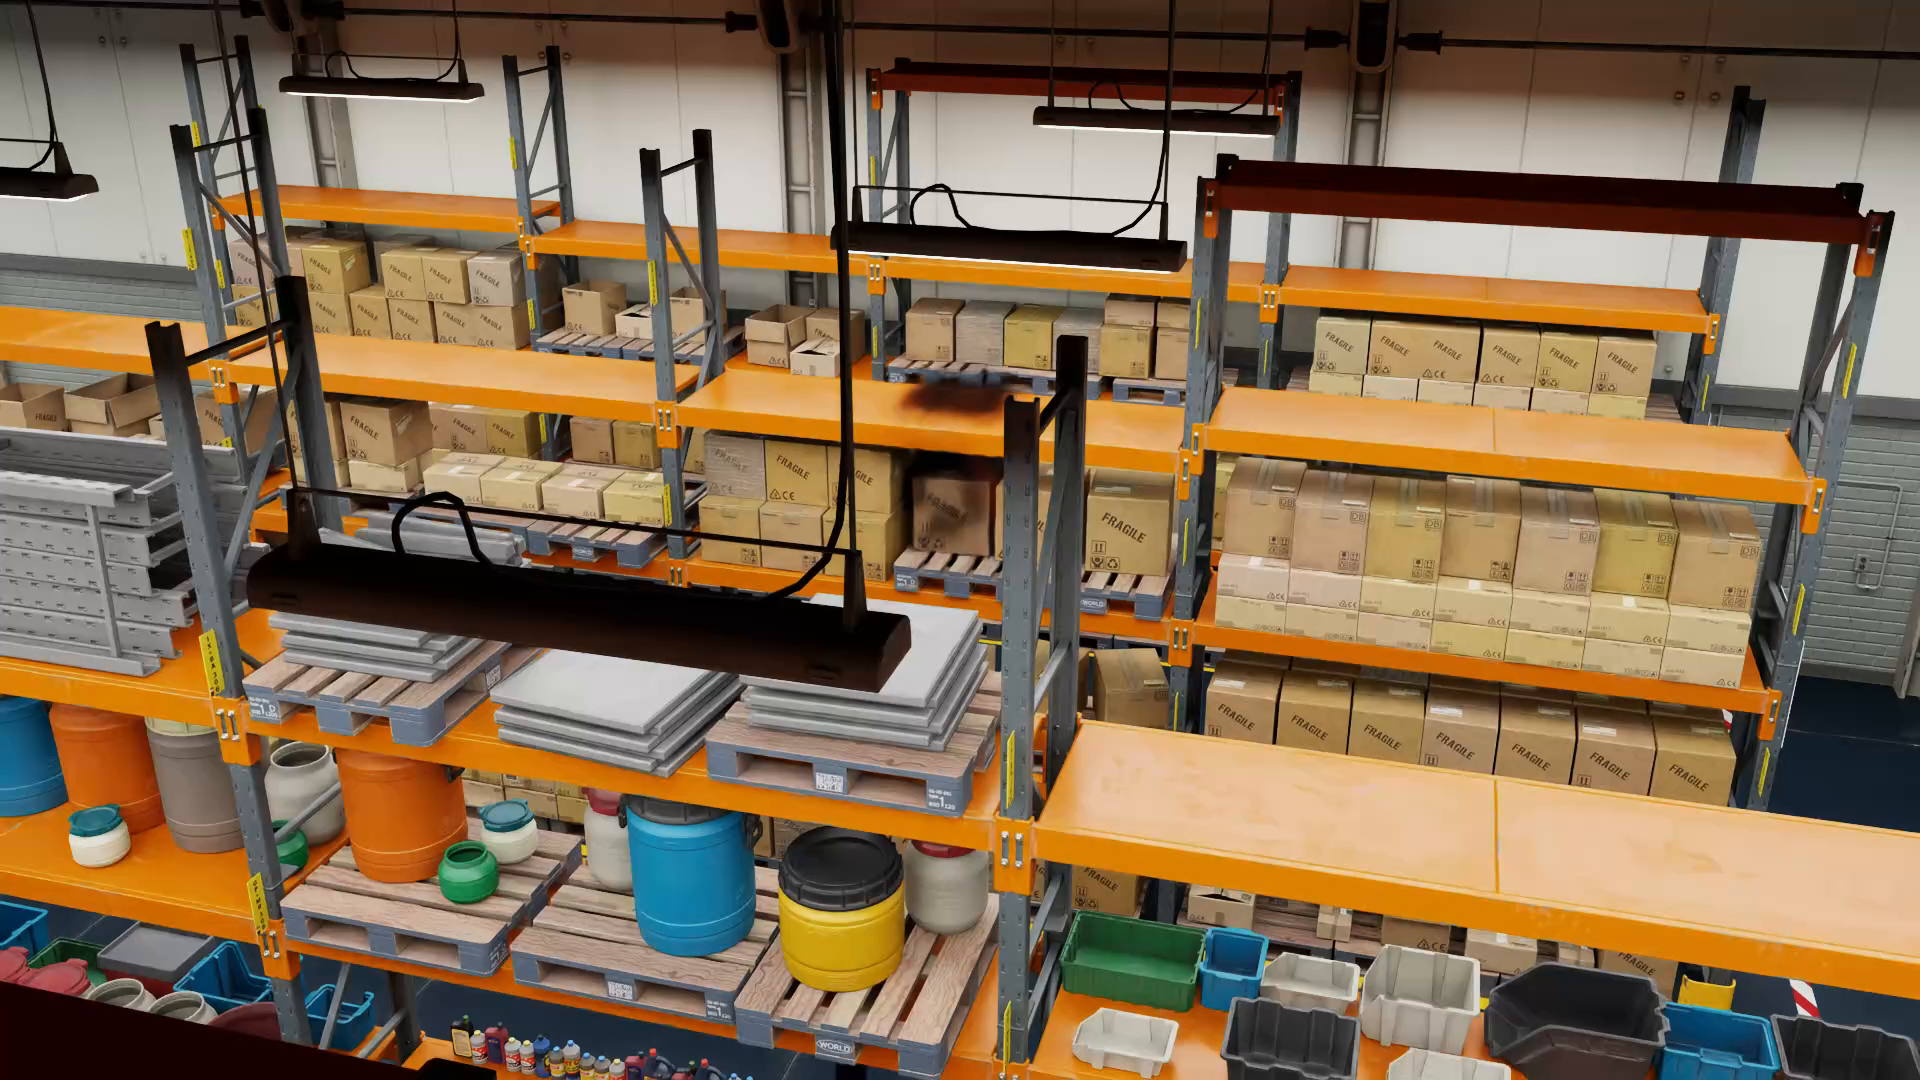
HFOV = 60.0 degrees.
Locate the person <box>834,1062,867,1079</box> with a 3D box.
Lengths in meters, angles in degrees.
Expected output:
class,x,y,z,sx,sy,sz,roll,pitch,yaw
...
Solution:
class,x,y,z,sx,sy,sz,roll,pitch,yaw
person,-0.763,3.175,10.753,0.683,1.692,0.473,14,26,31
